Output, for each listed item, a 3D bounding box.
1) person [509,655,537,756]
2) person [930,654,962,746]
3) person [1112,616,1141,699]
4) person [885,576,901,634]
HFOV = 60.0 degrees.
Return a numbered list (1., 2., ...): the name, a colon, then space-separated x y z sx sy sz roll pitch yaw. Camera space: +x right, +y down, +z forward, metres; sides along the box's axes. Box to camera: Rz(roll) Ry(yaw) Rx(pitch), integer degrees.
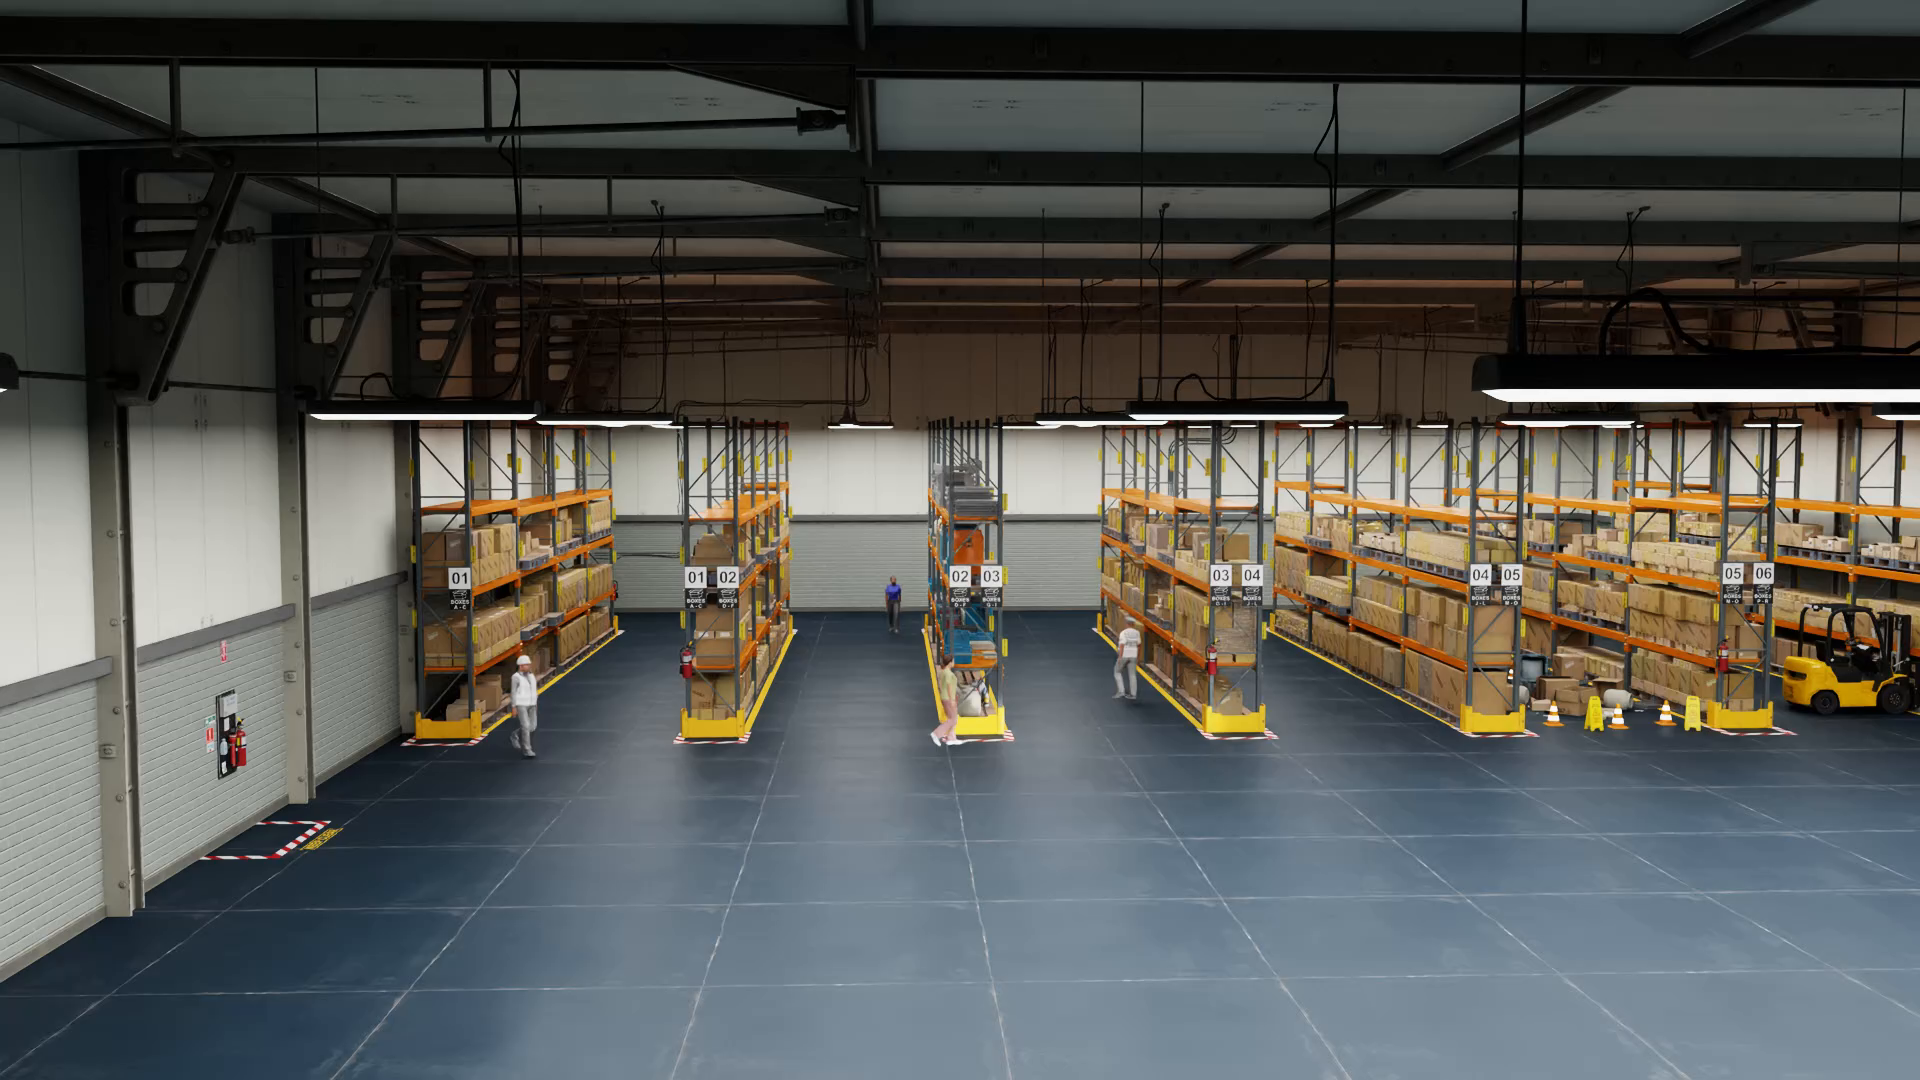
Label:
1. person: -7.725 2.912 29.464 0.800 1.752 0.585 2 4 32
2. person: -0.249 2.912 30.215 0.638 1.666 0.484 -1 4 -17
3. person: 3.600 2.542 35.580 0.640 1.790 0.524 -1 4 -17
4. person: -1.899 1.817 47.090 0.435 1.592 0.999 0 4 2
